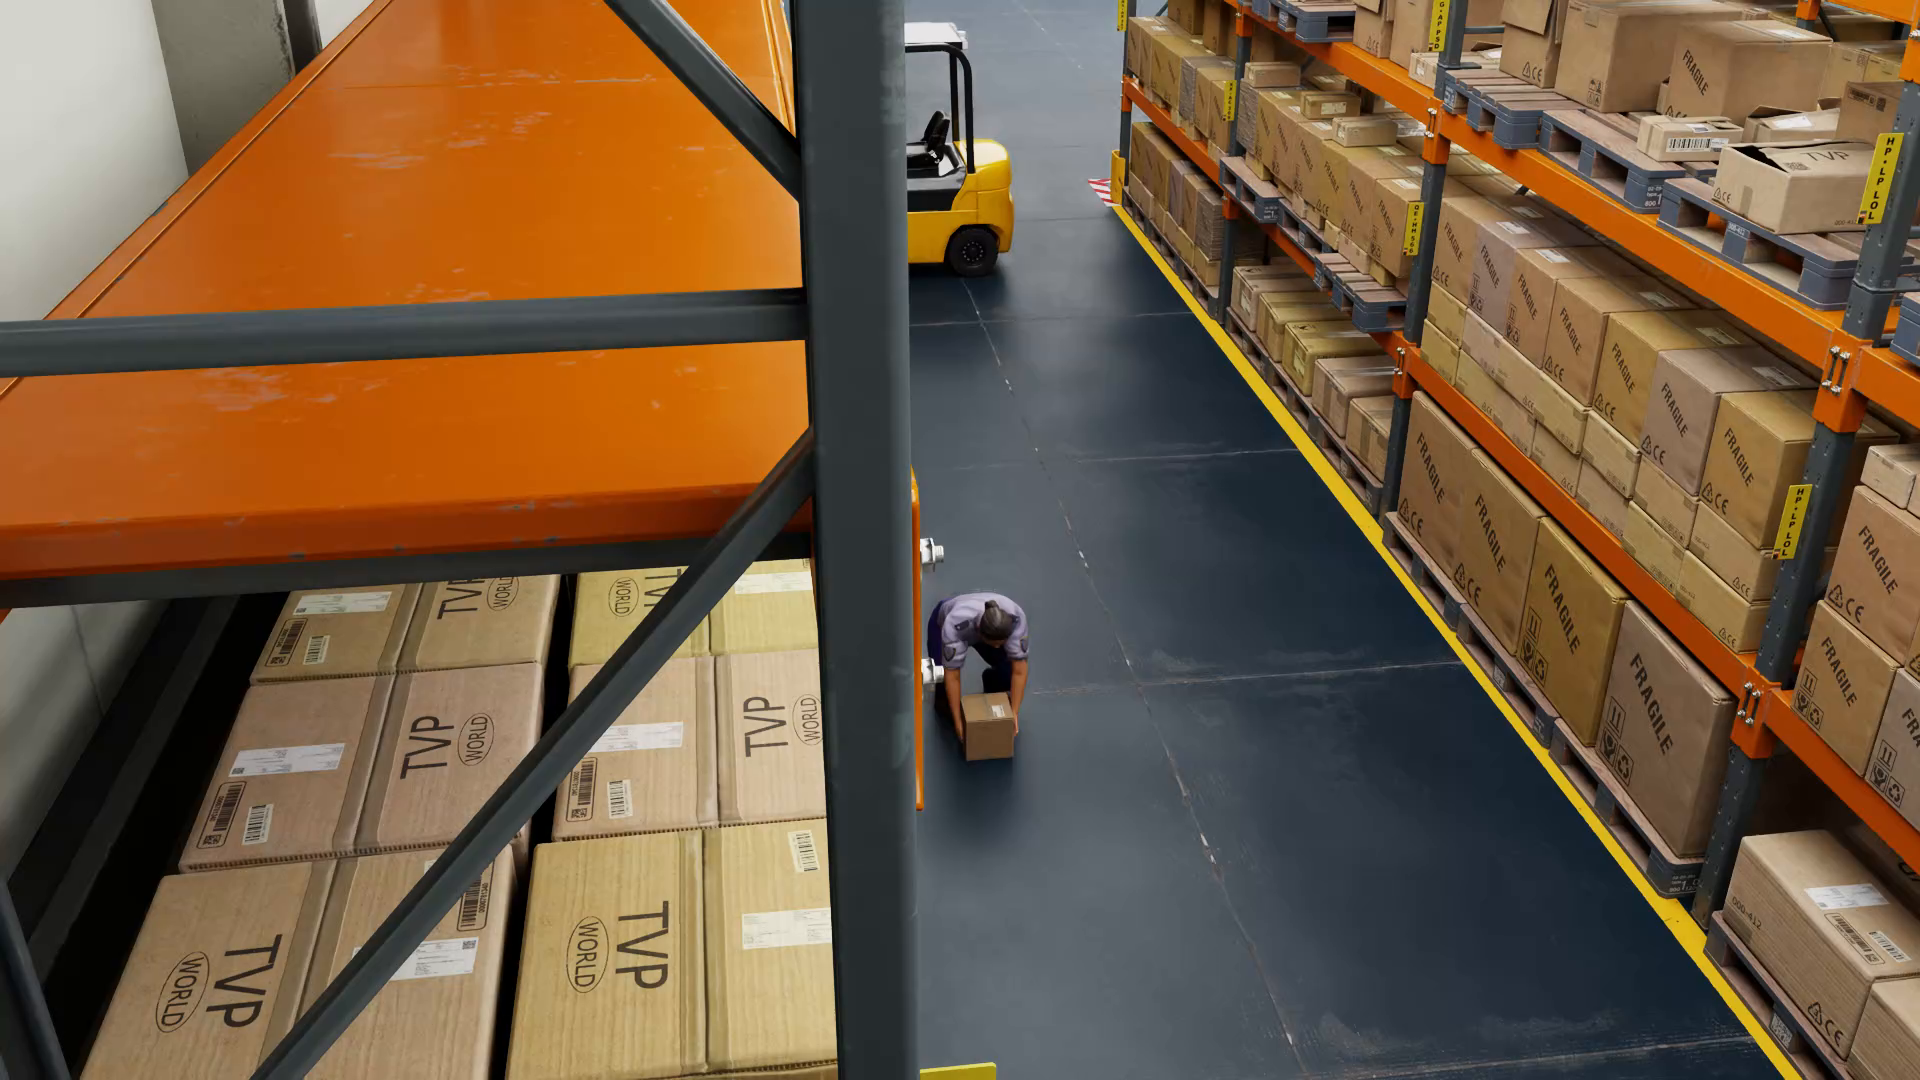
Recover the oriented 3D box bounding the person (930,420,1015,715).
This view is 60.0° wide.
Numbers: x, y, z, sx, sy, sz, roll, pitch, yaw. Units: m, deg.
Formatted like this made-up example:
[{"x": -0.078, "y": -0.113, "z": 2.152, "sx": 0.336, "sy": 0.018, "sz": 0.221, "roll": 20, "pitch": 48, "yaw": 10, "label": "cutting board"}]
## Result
[{"x": 0.076, "y": 0.177, "z": 8.774, "sx": 0.442, "sy": 1.645, "sz": 0.524, "roll": -4, "pitch": 28, "yaw": -7, "label": "person"}]
